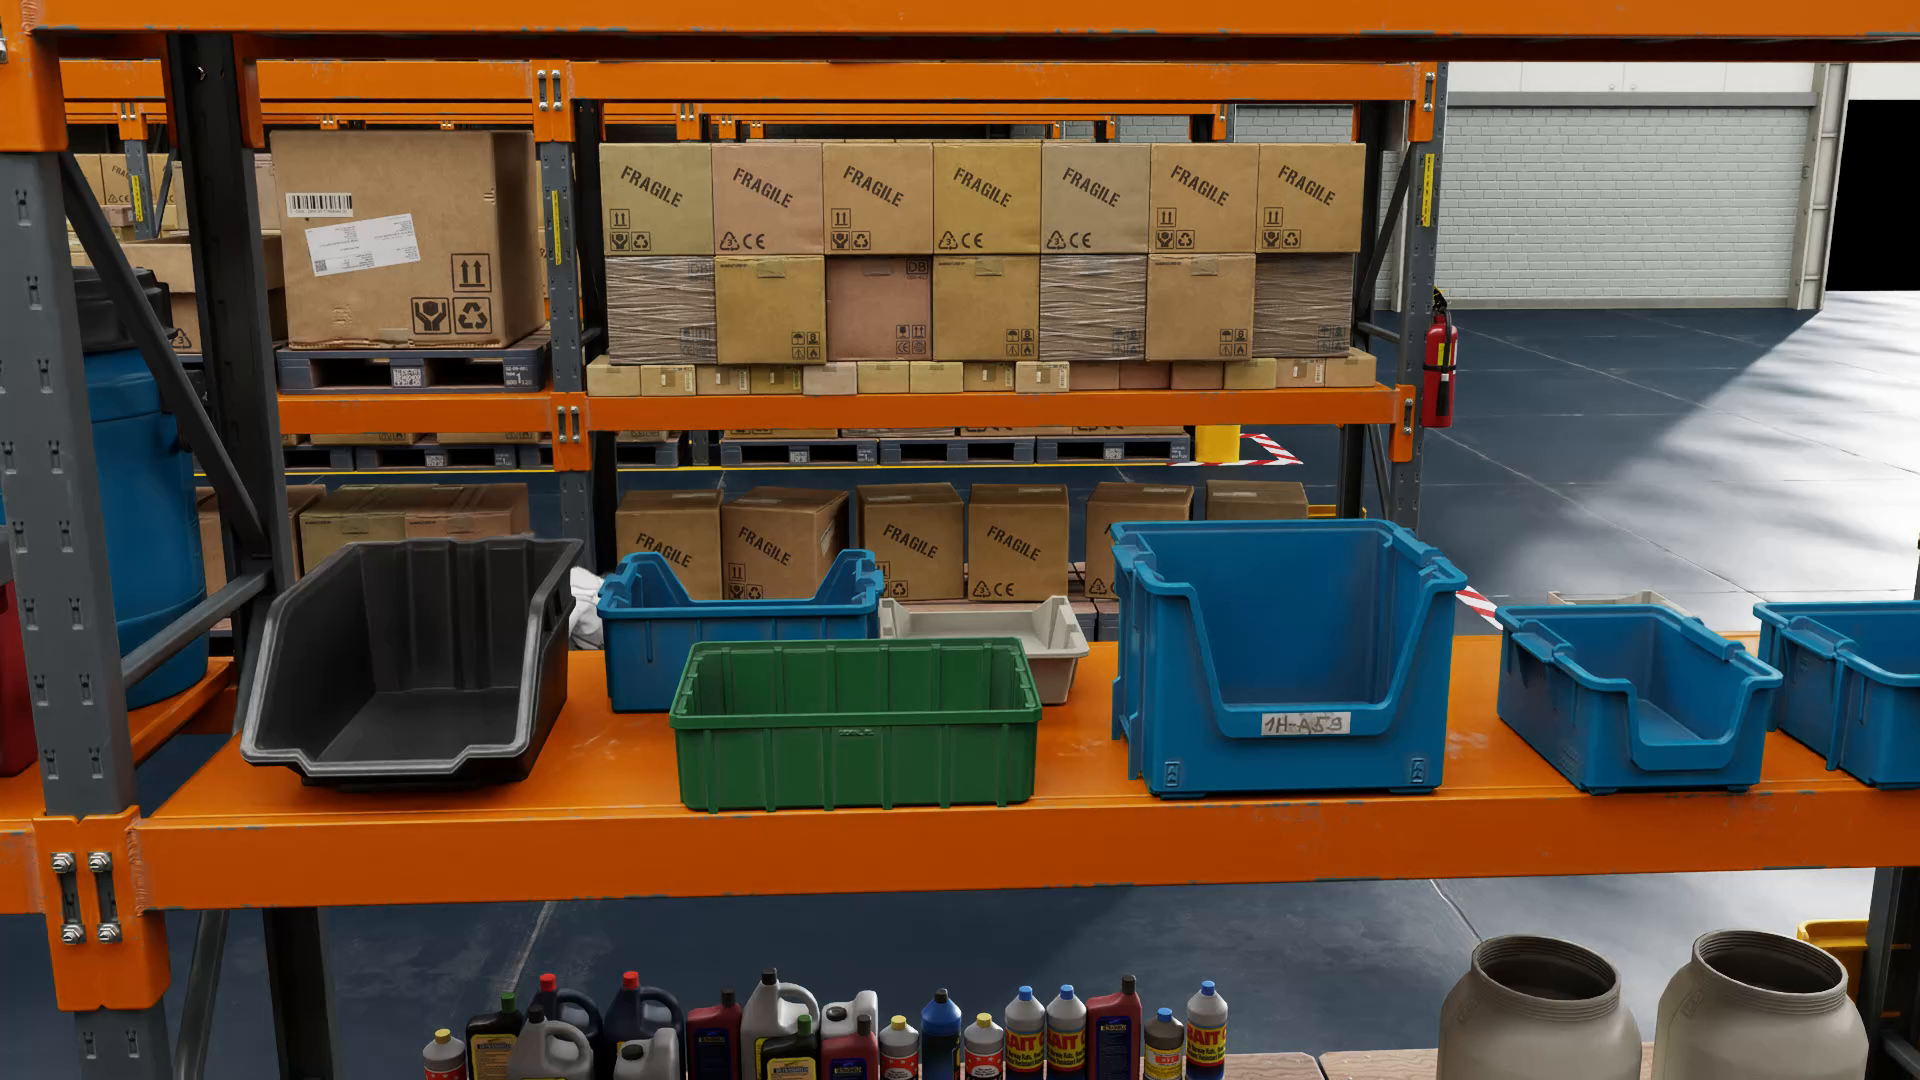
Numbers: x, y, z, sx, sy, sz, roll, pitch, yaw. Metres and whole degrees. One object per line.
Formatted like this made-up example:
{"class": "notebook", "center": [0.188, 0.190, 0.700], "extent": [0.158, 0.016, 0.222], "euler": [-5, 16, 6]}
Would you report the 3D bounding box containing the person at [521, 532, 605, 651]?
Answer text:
{"class": "person", "center": [-1.545, 0.432, 6.723], "extent": [0.828, 0.969, 0.492], "euler": [-1, 14, -4]}
